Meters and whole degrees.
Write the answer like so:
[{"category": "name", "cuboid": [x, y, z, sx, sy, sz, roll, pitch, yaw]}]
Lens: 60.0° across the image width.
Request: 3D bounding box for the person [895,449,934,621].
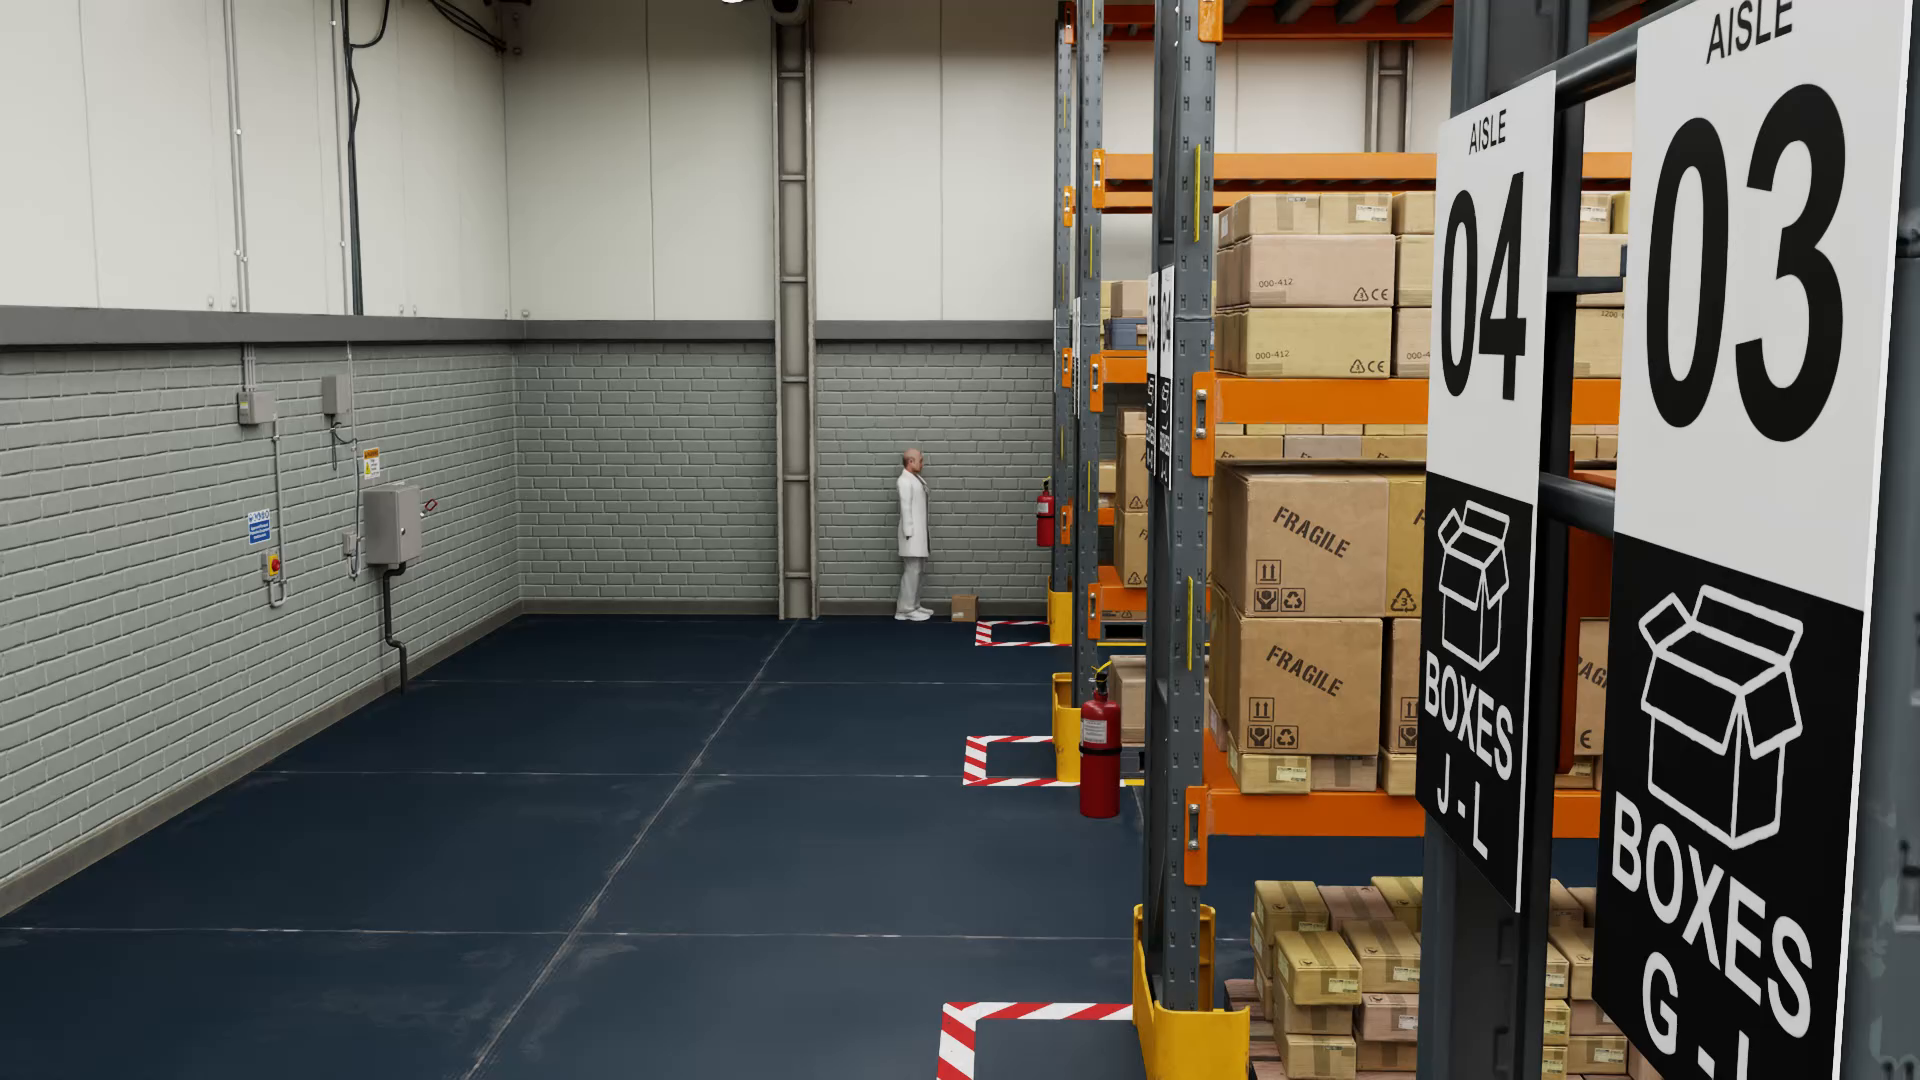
[{"category": "person", "cuboid": [-0.474, -0.064, 17.351, 0.381, 1.776, 0.562, 1, 7, 9]}]
